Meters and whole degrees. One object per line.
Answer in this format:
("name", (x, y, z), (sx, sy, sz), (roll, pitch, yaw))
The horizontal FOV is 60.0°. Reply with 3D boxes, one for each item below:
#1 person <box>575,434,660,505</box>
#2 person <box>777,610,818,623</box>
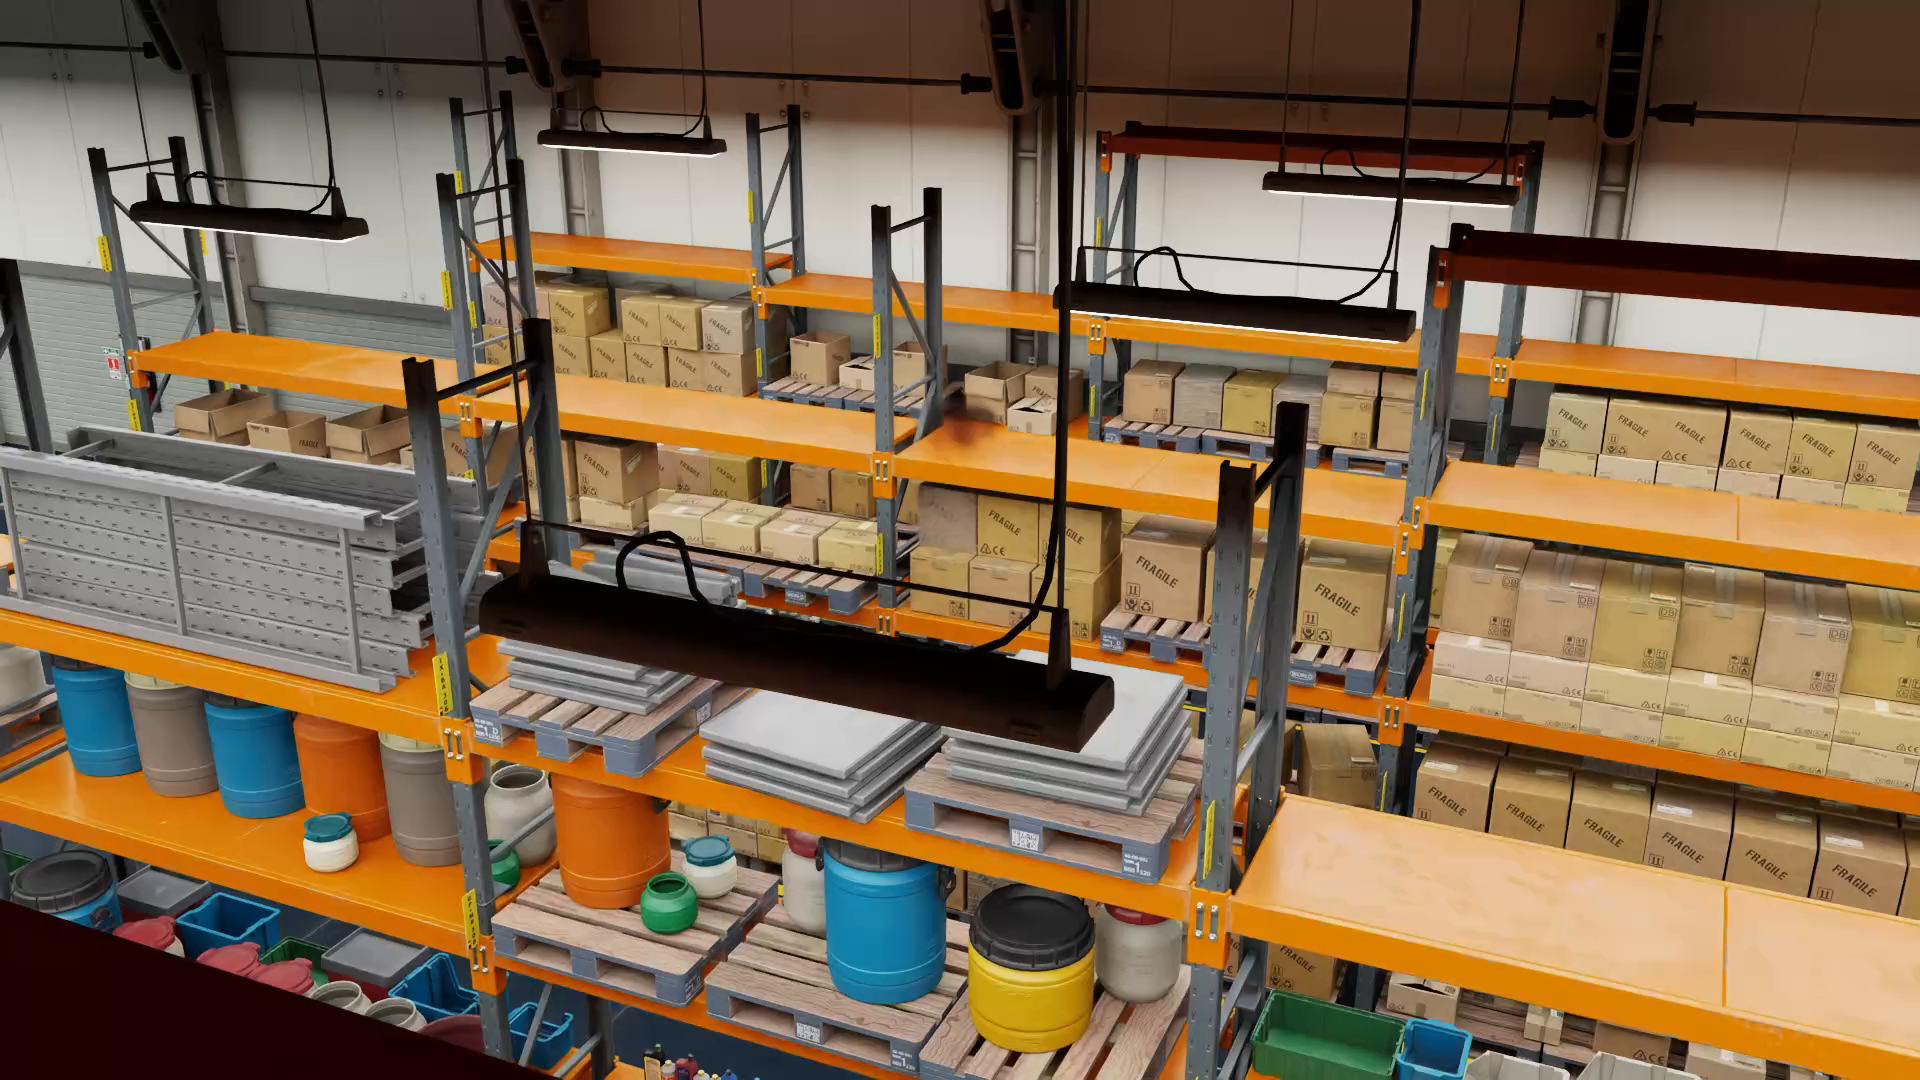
("person", (-8.085, 2.411, 10.829), (13.164, 3.682, 6.173), (-6, 21, -16))
("person", (-0.130, 5.292, 5.239), (16.578, 1.019, 22.731), (11, 23, 27))
